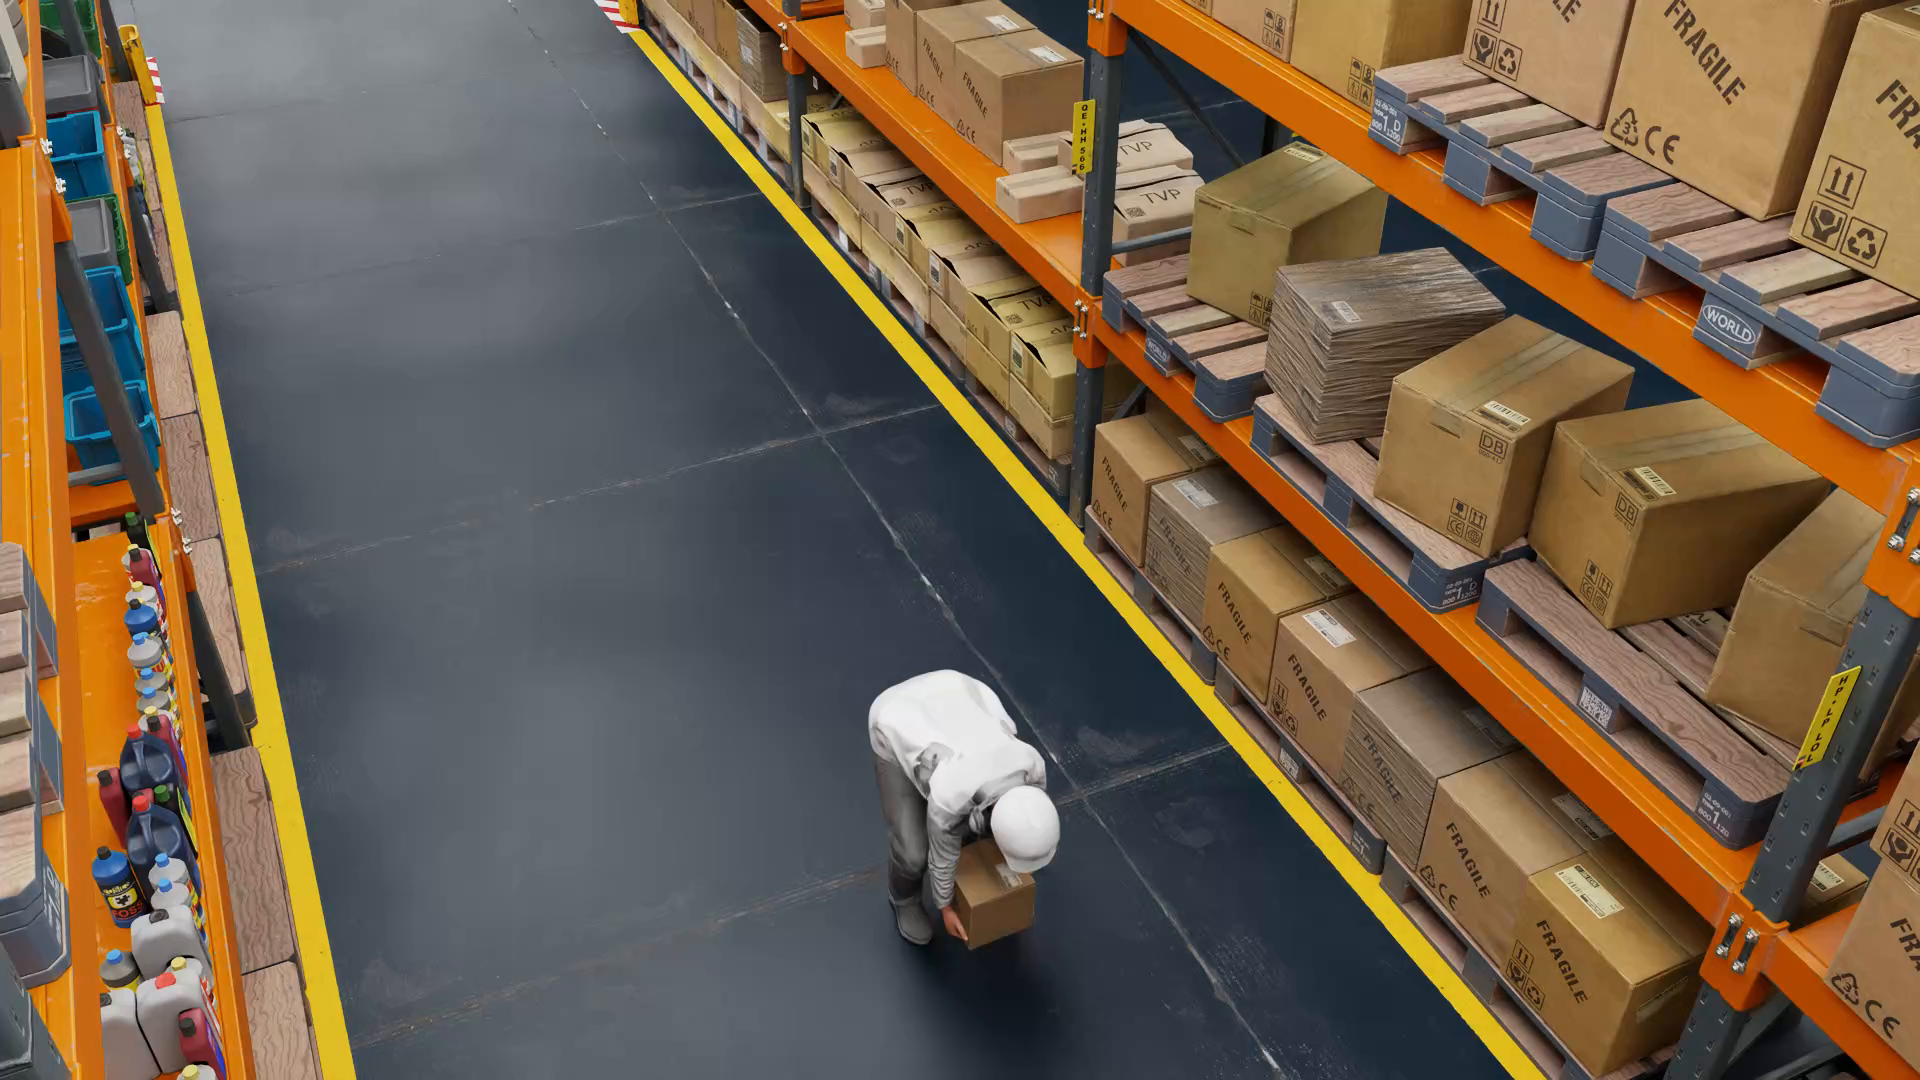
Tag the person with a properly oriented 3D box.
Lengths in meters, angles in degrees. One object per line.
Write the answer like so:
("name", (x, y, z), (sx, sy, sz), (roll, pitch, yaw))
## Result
("person", (0.039, 1.083, 5.915), (0.465, 1.152, 1.003), (-17, 40, -21))
